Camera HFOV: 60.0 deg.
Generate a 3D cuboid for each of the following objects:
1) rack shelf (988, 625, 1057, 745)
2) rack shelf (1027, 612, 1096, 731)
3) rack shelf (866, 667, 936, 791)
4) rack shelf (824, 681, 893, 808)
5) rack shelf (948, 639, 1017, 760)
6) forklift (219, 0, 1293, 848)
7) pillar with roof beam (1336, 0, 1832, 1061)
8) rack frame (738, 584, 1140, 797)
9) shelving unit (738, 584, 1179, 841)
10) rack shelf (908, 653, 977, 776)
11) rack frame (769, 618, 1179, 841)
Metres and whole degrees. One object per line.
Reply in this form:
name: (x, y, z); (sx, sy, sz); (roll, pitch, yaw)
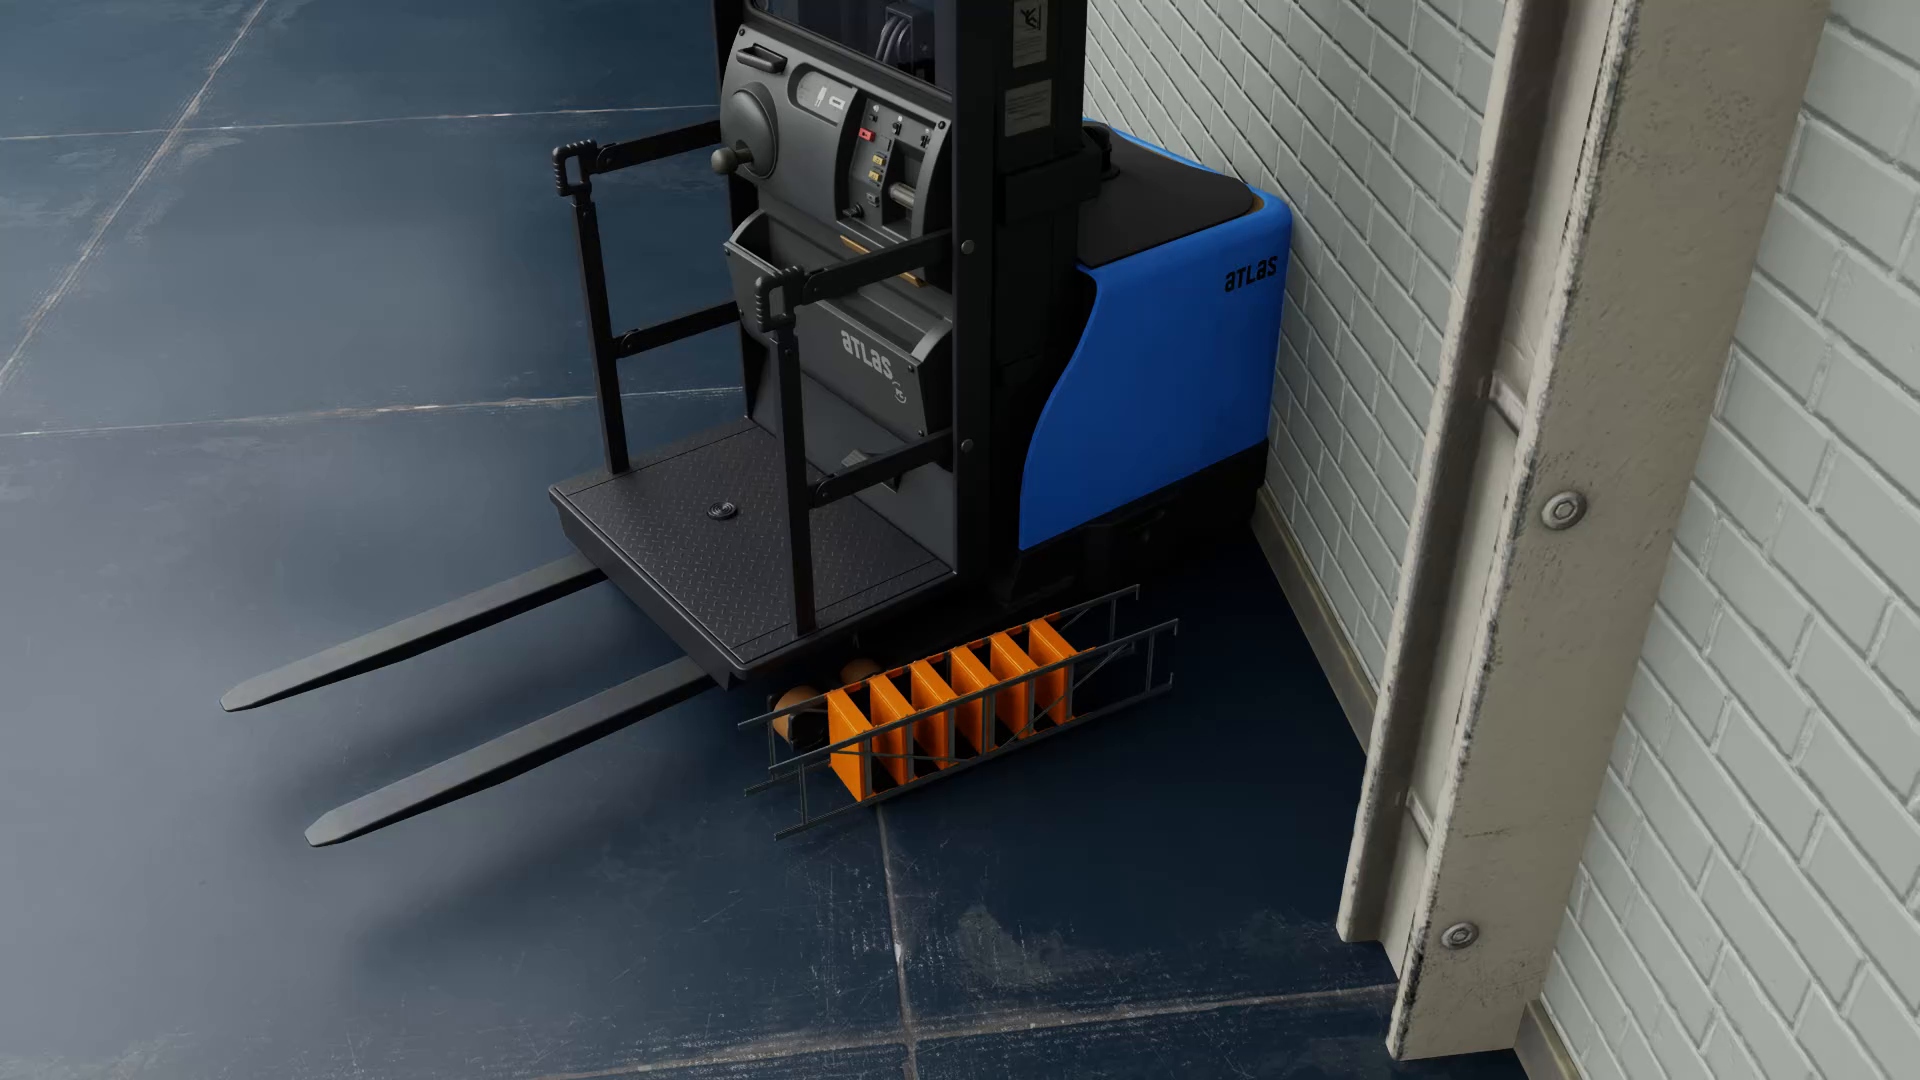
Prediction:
rack shelf: (0.163, 0.387, 4.421); (0.103, 0.258, 0.180); (-18, 38, -24)
rack shelf: (0.267, 0.353, 4.470); (0.103, 0.258, 0.180); (-18, 38, -24)
rack shelf: (-0.150, 0.487, 4.274); (0.103, 0.258, 0.180); (-18, 38, -24)
rack shelf: (-0.255, 0.520, 4.225); (0.103, 0.258, 0.180); (-18, 38, -24)
rack shelf: (0.058, 0.420, 4.372); (0.103, 0.258, 0.180); (-18, 38, -24)
forklift: (-0.498, -0.994, 4.105); (3.031, 2.935, 1.130); (-24, 41, -30)
pillar with roof beam: (-3.202, -2.388, 0.763); (9.100, 9.000, 0.400); (-4, 35, -6)
rack frame: (-0.026, 0.388, 4.420); (1.200, 0.240, 0.006); (-18, 38, -24)
shelving unit: (0.020, 0.432, 4.354); (1.200, 0.258, 0.189); (-18, 38, -24)
rack shelf: (-0.046, 0.454, 4.323); (0.103, 0.258, 0.180); (-18, 38, -24)
rack frame: (0.065, 0.477, 4.288); (1.200, 0.240, 0.006); (-18, 38, -24)
